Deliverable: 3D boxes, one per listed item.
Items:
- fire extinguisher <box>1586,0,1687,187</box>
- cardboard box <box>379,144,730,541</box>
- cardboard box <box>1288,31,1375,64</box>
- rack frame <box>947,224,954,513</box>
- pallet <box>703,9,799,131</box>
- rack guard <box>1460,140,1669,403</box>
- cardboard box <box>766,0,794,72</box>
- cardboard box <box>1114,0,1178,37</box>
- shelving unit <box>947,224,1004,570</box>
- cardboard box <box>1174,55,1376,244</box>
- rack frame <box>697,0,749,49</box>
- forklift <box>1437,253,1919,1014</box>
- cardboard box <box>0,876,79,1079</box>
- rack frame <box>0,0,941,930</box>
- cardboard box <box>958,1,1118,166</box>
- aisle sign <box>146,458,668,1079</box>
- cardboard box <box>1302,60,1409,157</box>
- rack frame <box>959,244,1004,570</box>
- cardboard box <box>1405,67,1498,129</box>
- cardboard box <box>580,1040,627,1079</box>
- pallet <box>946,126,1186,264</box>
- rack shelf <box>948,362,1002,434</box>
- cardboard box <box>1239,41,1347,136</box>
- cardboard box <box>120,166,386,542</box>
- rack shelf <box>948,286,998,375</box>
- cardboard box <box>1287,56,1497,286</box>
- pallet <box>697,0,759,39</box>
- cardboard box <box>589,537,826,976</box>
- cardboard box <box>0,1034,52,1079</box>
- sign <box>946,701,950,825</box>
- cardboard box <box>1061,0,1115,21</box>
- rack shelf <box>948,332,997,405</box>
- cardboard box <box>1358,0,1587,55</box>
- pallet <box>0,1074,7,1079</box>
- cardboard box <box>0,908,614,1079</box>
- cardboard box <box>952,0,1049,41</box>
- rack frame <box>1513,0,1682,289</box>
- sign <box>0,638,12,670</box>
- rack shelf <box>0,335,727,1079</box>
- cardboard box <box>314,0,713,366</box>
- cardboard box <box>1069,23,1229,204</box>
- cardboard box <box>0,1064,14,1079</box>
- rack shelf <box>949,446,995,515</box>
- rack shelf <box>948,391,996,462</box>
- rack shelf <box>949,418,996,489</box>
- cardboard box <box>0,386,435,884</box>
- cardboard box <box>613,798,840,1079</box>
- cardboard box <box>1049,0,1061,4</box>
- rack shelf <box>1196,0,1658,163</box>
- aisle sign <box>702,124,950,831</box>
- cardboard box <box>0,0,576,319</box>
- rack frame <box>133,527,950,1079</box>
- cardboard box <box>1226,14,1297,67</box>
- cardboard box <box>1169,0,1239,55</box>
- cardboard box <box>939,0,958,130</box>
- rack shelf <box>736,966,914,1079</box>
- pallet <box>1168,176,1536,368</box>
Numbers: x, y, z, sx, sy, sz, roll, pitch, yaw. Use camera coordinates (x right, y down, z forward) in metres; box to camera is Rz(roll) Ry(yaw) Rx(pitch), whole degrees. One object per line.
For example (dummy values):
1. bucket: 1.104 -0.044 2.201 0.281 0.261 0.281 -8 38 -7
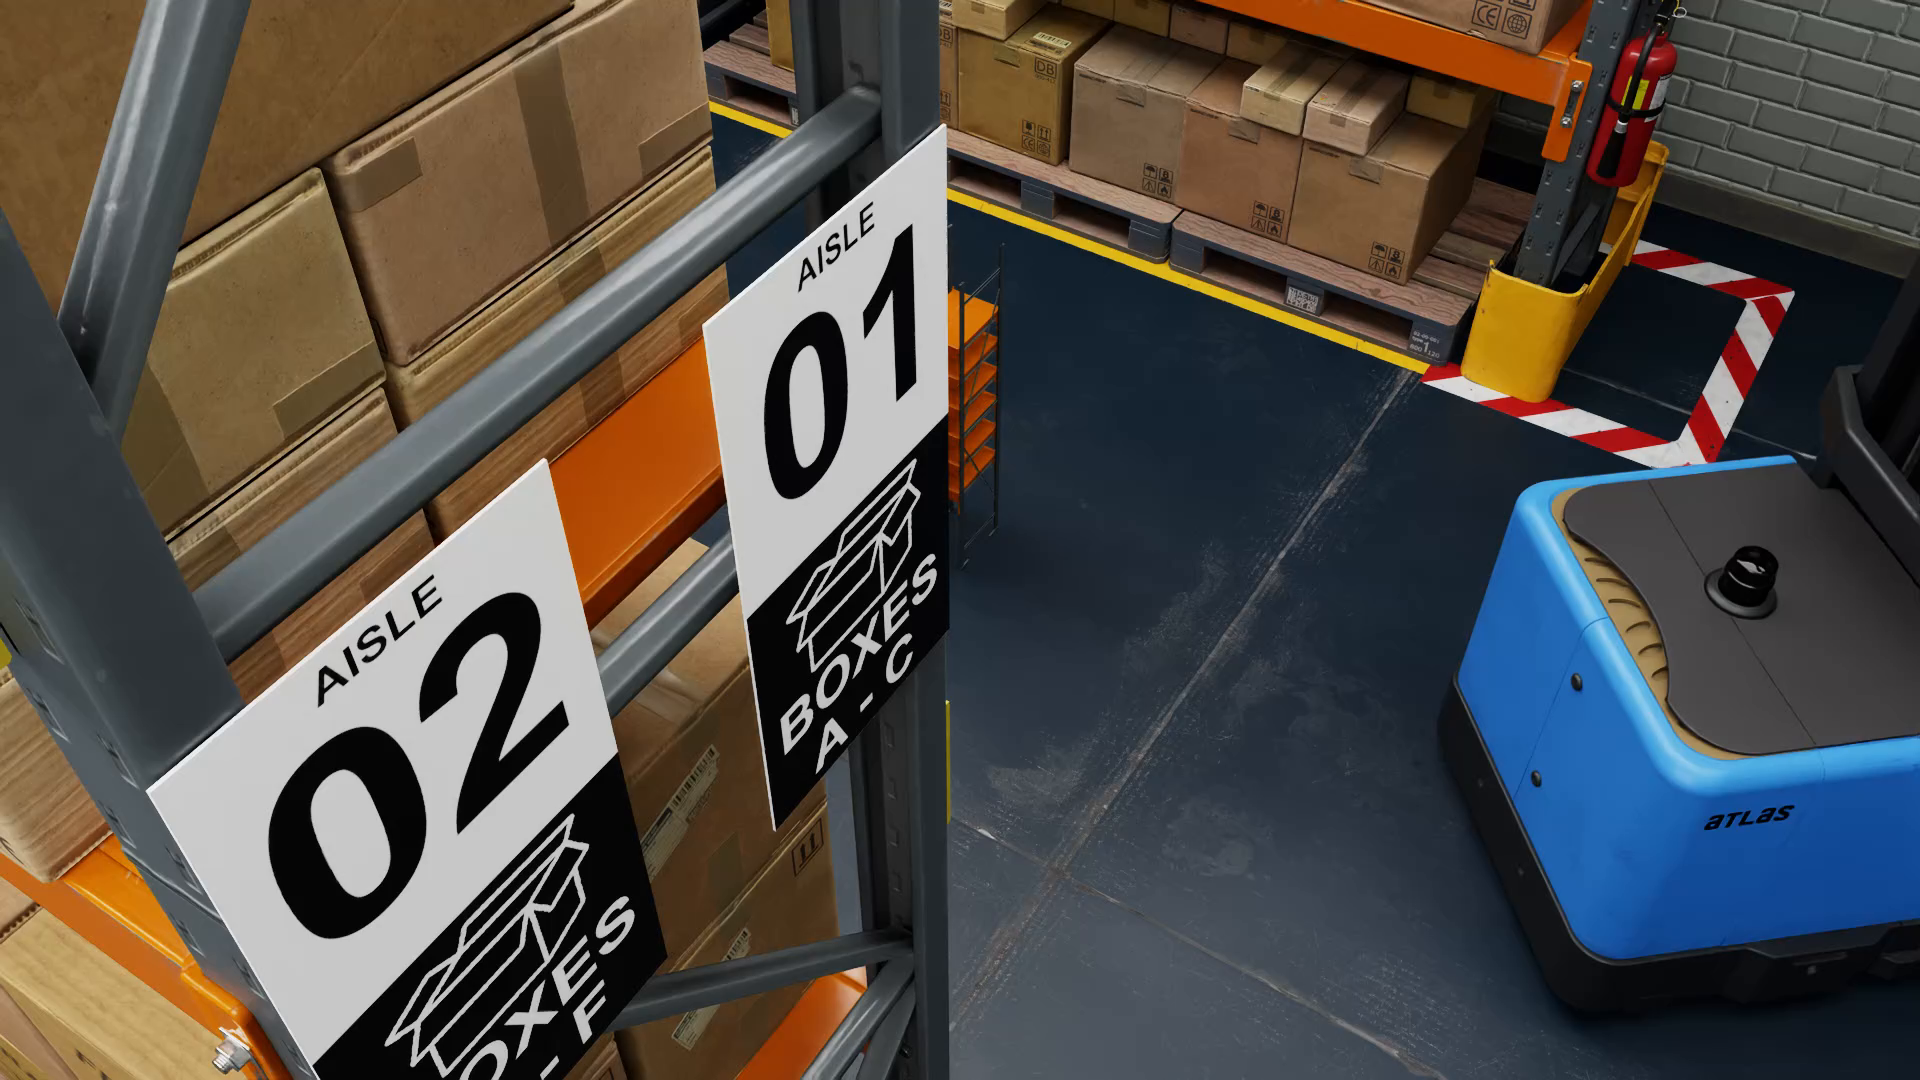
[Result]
1. fire extinguisher: 2.211 -1.476 5.407 0.183 0.674 0.296 25 51 22
2. cardboard box: -0.633 -0.324 1.986 0.500 0.250 0.500 25 51 22
3. cardboard box: 1.476 -1.950 6.551 0.250 0.149 0.380 25 51 22
4. rack frame: -0.089 -0.459 5.360 0.006 1.200 0.240 25 51 22
5. pallet: -0.436 -2.206 7.746 1.213 0.211 1.003 25 51 22
6. rack guard: 2.353 -1.090 6.460 0.348 0.500 1.175 25 51 22
7. cardboard box: -0.460 -2.443 7.482 0.500 0.500 0.700 25 51 23
8. cardboard box: 0.835 -2.244 6.837 0.250 0.149 0.380 25 51 22
9. shelving unit: -0.012 -0.424 5.325 0.189 1.200 0.258 25 51 22
10. cardboard box: 1.269 -1.650 6.712 0.500 0.500 0.700 25 51 22
11. rack frame: -1.034 -3.519 7.078 0.127 3.000 1.000 25 51 22
12. forklift: 3.019 -0.239 3.939 3.031 2.935 1.130 -6 46 -6
13. cardboard box: -1.287 0.437 2.467 0.500 0.500 0.500 26 51 23
14. rack frame: -0.338 -1.069 0.514 0.127 3.000 1.000 25 51 22
15. cardboard box: 0.392 -2.046 7.097 0.500 0.500 0.700 26 51 23
16. aisle sign: -0.446 0.327 1.528 0.004 0.787 0.394 25 51 22
17. cardboard box: 1.484 -1.622 6.232 0.250 0.149 0.380 24 51 22
18. rack frame: 0.065 -0.388 5.291 0.006 1.200 0.240 25 51 22
19. cardboard box: 1.903 -1.755 6.361 0.250 0.149 0.380 25 51 22
20. cardboard box: -0.862 0.978 2.639 0.500 0.500 0.500 26 51 23
21. pallet: 0.595 -1.734 7.288 1.213 0.211 1.003 25 51 22
22. rack shelf: -0.012 -0.476 5.271 0.180 0.103 0.258 25 51 22
23. cardboard box: 1.268 -1.720 6.328 0.250 0.149 0.380 26 51 23
24. cardboard box: -0.908 -0.191 1.508 0.500 0.250 0.500 25 51 22
25. rack shelf: -0.012 -0.644 5.099 0.180 0.103 0.258 25 51 22
26. cardboard box: 1.690 -1.456 6.524 0.500 0.500 0.700 25 51 22
27. pallet: -1.724 -2.800 8.324 1.213 0.211 1.003 25 51 22
28. cardboard box: -0.569 0.307 2.593 0.500 0.500 0.500 26 51 23
29. cardboard box: -1.300 0.779 2.832 0.500 0.500 0.500 25 51 22
30. sign: -0.045 0.392 2.674 0.005 0.325 0.100 25 51 22
31. cardboard box: 0.622 -2.343 6.933 0.250 0.149 0.380 24 50 21
32. rack shelf: -0.012 -0.560 5.185 0.180 0.103 0.258 25 51 22
33. cardboard box: 1.899 -2.266 5.651 0.700 0.700 0.980 27 52 24
34. pallet: -2.096 1.183 4.453 1.213 0.211 1.003 25 51 22
35. cardboard box: -0.861 0.632 2.277 0.500 0.500 0.500 24 51 22
36. cardboard box: 0.170 -2.224 6.818 0.250 0.149 0.380 23 50 21
37. rack frame: 2.333 -1.970 5.573 0.127 3.000 1.000 25 51 22
38. sign: -0.654 -0.005 0.954 0.005 0.325 0.100 25 51 22
39. rack shelf: -2.021 -0.547 2.600 4.000 0.370 1.077 25 51 22
40. cardboard box: -0.630 -0.502 1.810 0.500 0.250 0.500 25 51 22
41. cardboard box: 0.845 -1.844 6.901 0.500 0.500 0.700 23 50 21
42. cardboard box: -1.718 0.582 3.023 0.500 0.500 0.500 25 51 22
43. rack shelf: -0.012 -0.226 5.529 0.180 0.103 0.258 25 51 22
44. rack shelf: -0.012 -0.393 5.357 0.180 0.103 0.258 25 51 22
45. rack shelf: -0.012 -0.309 5.443 0.180 0.103 0.258 25 51 22
46. cardboard box: -0.913 -0.011 1.682 0.500 0.250 0.500 25 51 22
47. cardboard box: -0.569 0.656 2.952 0.500 0.500 0.500 26 51 23
48. cardboard box: 0.404 -2.442 7.029 0.250 0.149 0.380 25 51 22
49. rack shelf: 0.650 -2.494 6.584 4.000 0.370 1.077 25 51 22
50. aisle sign: -0.122 -0.035 1.880 0.004 0.787 0.394 25 51 22
51. cardboard box: -0.779 -0.596 1.379 0.500 0.500 0.700 25 51 22
52. rack frame: -0.338 1.022 2.666 0.127 3.000 1.000 25 51 22
53. cardboard box: 1.266 -2.047 6.646 0.250 0.149 0.380 25 51 22
54. cardboard box: 1.051 -2.145 6.741 0.250 0.149 0.380 25 51 23
55. cardboard box: -0.039 -2.246 7.291 0.500 0.500 0.700 24 51 22
56. rack shelf: -2.021 0.498 3.676 4.000 0.370 1.077 25 51 22
57. pallet: 1.618 -1.261 6.828 1.213 0.211 1.003 25 51 22
